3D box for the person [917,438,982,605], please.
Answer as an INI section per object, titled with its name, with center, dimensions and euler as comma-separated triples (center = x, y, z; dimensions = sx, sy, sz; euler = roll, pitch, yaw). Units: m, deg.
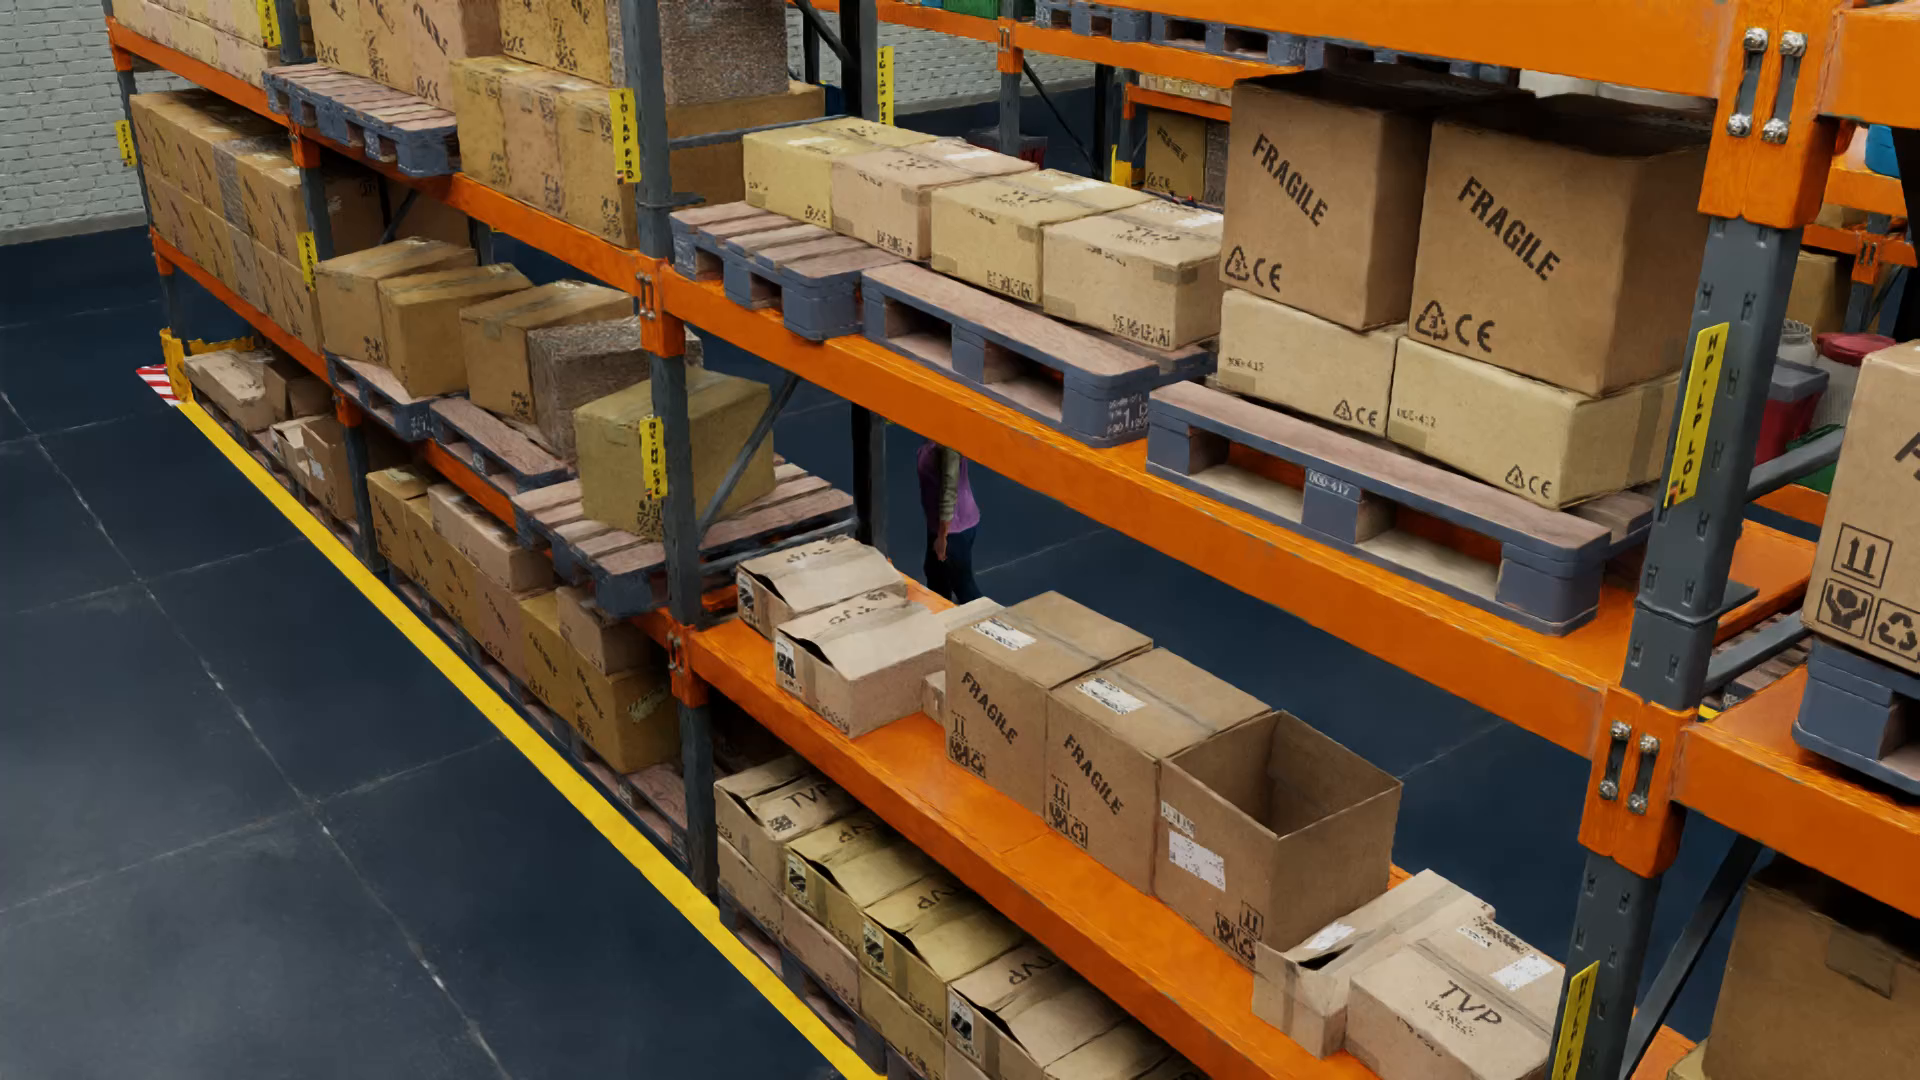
[person]
center = -0.103, -0.046, 8.786
dimensions = 0.517, 1.491, 0.511
euler = -4, 25, -8
